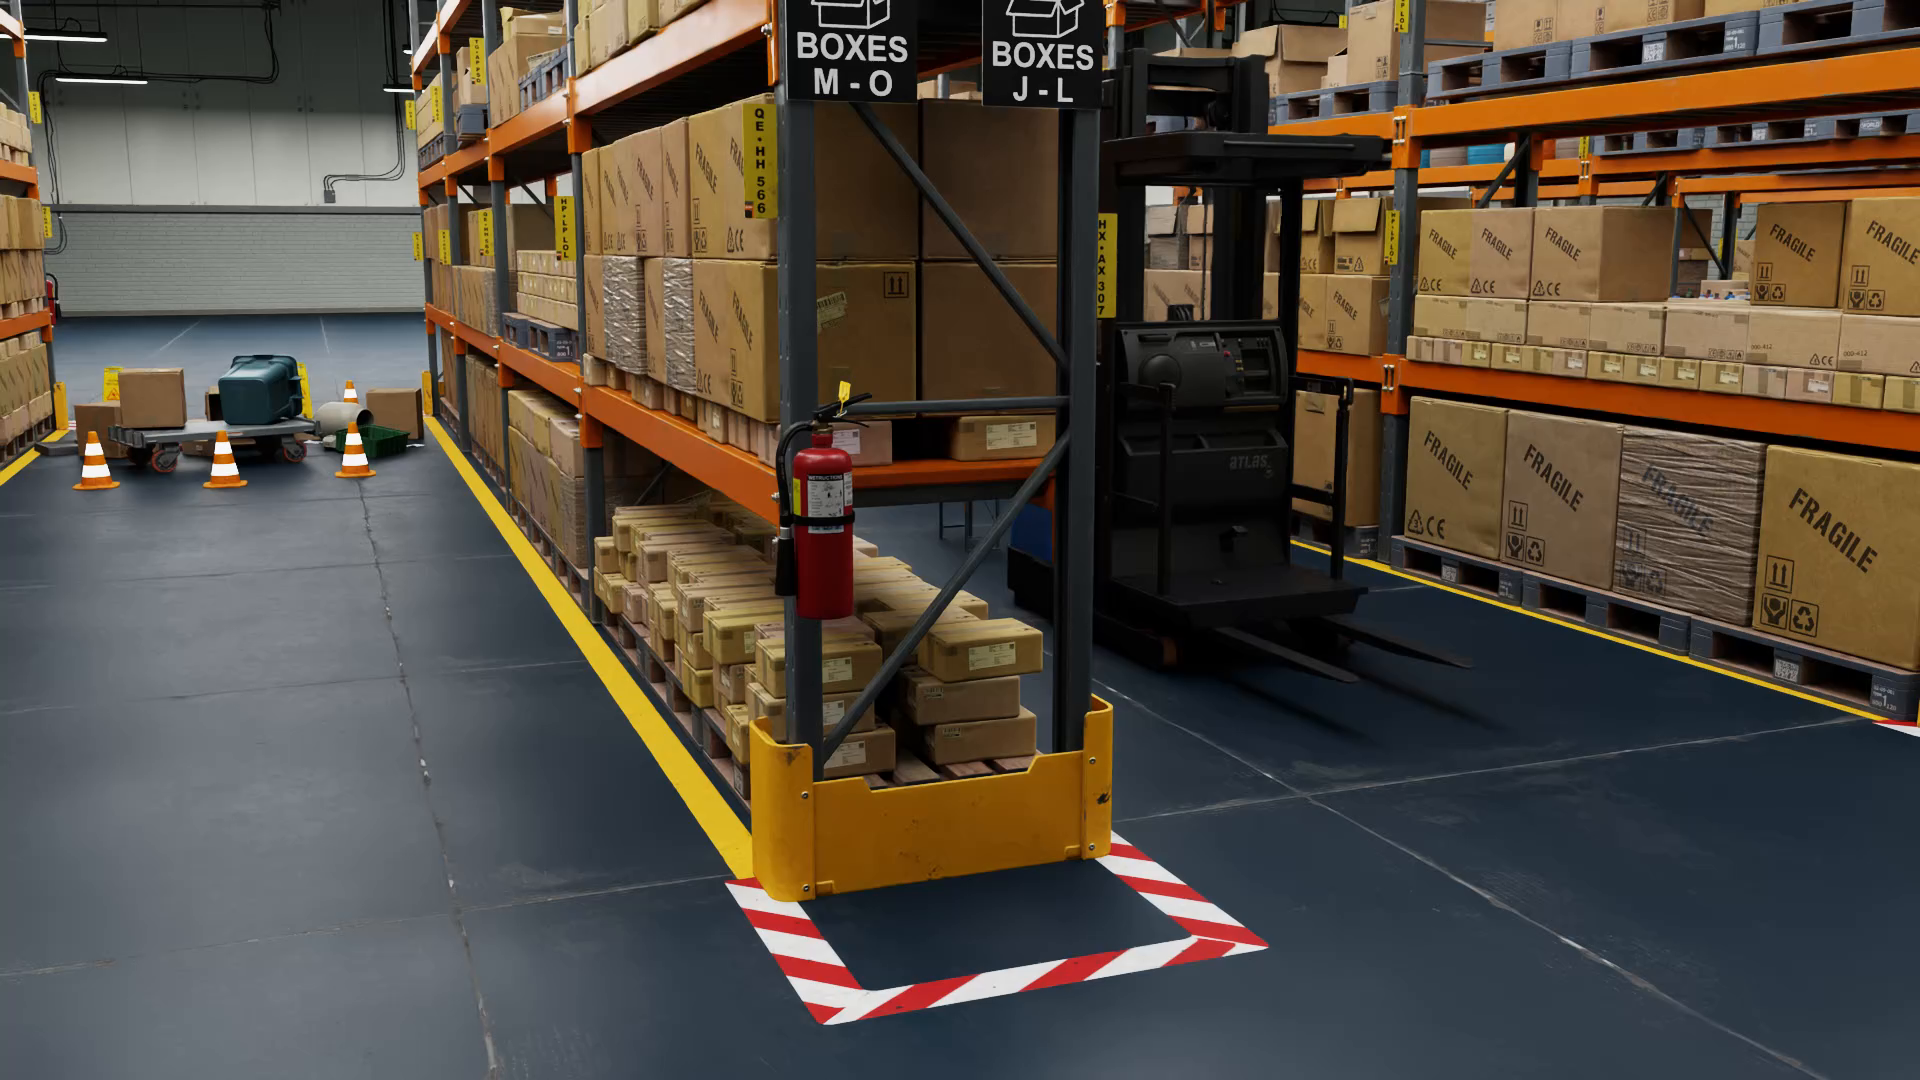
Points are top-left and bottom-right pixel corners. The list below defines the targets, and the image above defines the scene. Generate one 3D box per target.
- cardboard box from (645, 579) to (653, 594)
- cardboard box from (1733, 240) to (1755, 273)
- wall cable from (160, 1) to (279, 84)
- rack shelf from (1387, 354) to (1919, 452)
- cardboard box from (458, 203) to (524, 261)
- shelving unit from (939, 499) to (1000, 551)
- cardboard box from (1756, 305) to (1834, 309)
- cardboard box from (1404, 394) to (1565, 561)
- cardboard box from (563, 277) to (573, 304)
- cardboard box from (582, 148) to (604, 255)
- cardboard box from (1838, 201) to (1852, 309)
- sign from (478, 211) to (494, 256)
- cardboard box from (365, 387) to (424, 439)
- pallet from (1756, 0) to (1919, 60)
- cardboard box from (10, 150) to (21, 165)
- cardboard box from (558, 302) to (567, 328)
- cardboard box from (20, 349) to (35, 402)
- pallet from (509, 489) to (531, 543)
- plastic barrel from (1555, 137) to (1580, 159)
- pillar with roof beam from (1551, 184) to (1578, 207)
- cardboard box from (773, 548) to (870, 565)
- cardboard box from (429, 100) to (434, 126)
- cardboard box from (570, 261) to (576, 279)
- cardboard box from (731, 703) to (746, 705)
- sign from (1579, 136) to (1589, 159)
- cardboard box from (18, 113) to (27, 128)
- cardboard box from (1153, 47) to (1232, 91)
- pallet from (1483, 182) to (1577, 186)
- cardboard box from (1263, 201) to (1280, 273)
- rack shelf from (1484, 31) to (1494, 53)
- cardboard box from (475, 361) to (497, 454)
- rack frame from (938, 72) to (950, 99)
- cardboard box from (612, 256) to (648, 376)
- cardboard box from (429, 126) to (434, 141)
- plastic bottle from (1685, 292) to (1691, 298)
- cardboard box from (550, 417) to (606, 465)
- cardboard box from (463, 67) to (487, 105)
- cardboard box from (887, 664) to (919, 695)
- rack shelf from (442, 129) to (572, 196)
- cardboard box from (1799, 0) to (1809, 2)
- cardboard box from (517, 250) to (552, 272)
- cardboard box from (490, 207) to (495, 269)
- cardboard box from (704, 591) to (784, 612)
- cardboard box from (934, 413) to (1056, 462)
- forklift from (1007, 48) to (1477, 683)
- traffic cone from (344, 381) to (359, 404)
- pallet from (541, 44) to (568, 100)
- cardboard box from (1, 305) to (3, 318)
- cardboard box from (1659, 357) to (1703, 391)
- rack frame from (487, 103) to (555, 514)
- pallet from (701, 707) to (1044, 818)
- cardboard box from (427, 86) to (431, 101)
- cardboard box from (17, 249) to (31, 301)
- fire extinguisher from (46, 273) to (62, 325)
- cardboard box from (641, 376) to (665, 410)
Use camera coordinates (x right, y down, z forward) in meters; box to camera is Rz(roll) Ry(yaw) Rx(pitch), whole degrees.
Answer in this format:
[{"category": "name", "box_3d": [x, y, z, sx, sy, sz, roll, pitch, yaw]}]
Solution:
[{"category": "cardboard box", "box_3d": [-1.280, 0.187, 7.898, 0.380, 0.149, 0.250, -4, 11, -24]}, {"category": "cardboard box", "box_3d": [12.548, -4.469, 26.208, 0.500, 0.500, 0.500, -4, 11, -21]}, {"category": "wall cable", "box_3d": [-20.944, -14.182, 46.914, 3.097, 2.526, 0.112, -4, 11, -21]}, {"category": "rack shelf", "box_3d": [3.879, -0.678, 8.722, 1.077, 0.370, 4.000, -4, 11, -21]}, {"category": "cardboard box", "box_3d": [-4.506, -3.034, 16.401, 0.875, 0.550, 0.550, -4, 11, -21]}, {"category": "shelving unit", "box_3d": [0.060, -0.564, 11.163, 0.258, 1.200, 0.503, -4, 11, -21]}, {"category": "cardboard box", "box_3d": [4.308, -1.041, 8.284, 0.500, 0.250, 0.500, -4, 11, -23]}, {"category": "cardboard box", "box_3d": [3.318, -0.407, 10.009, 0.875, 0.875, 0.875, -4, 11, -21]}, {"category": "cardboard box", "box_3d": [-2.121, -1.470, 9.790, 0.380, 0.149, 0.250, -4, 11, -23]}, {"category": "cardboard box", "box_3d": [-1.569, -1.659, 8.194, 0.500, 0.500, 0.500, -4, 11, -20]}, {"category": "cardboard box", "box_3d": [4.500, -1.325, 7.741, 0.500, 0.500, 0.500, -4, 11, -22]}, {"category": "sign", "box_3d": [-3.471, -2.248, 12.185, 0.100, 0.325, 0.005, -4, 11, -21]}, {"category": "cardboard box", "box_3d": [-5.924, -1.325, 17.435, 0.500, 0.500, 0.500, -2, 10, -11]}, {"category": "pallet", "box_3d": [4.325, -2.260, 7.246, 1.003, 0.211, 1.213, -4, 11, -21]}, {"category": "cardboard box", "box_3d": [-9.856, -3.917, 17.029, 0.380, 0.149, 0.250, -4, 11, -19]}, {"category": "cardboard box", "box_3d": [-2.214, -1.365, 10.047, 0.380, 0.149, 0.250, -4, 11, -23]}, {"category": "cardboard box", "box_3d": [-9.529, -1.629, 16.523, 0.500, 0.500, 0.500, -4, 11, -22]}, {"category": "pallet", "box_3d": [-2.673, -0.213, 12.014, 1.003, 0.211, 1.213, -4, 11, -21]}, {"category": "plastic barrel", "box_3d": [6.225, -4.198, 16.456, 0.600, 0.901, 0.600, 0, 10, 0]}, {"category": "pillar with roof beam", "box_3d": [7.529, -7.861, 29.918, 9.100, 9.000, 0.548, -4, 11, -21]}, {"category": "cardboard box", "box_3d": [-0.605, 0.141, 7.307, 0.380, 0.149, 0.250, -4, 11, -21]}, {"category": "cardboard box", "box_3d": [-5.185, -4.400, 17.121, 0.500, 0.250, 0.500, -4, 11, -21]}, {"category": "cardboard box", "box_3d": [-2.023, -1.576, 9.533, 0.380, 0.149, 0.250, -4, 11, -23]}, {"category": "cardboard box", "box_3d": [-0.644, 0.632, 6.241, 0.380, 0.149, 0.250, -4, 11, -21]}, {"category": "sign", "box_3d": [5.811, -3.715, 15.475, 0.100, 0.325, 0.005, -4, 11, -21]}, {"category": "cardboard box", "box_3d": [-10.033, -4.398, 17.454, 0.380, 0.149, 0.250, -4, 11, -20]}, {"category": "cardboard box", "box_3d": [1.993, -3.651, 13.322, 0.797, 0.503, 0.637, -3, 11, -18]}, {"category": "pallet", "box_3d": [8.272, -5.262, 24.124, 1.003, 0.211, 1.213, -4, 11, -21]}, {"category": "cardboard box", "box_3d": [2.437, -2.219, 12.179, 0.797, 0.503, 0.637, -4, 11, -19]}, {"category": "rack shelf", "box_3d": [5.596, -5.055, 17.340, 1.077, 0.370, 4.000, -4, 11, -21]}, {"category": "cardboard box", "box_3d": [-3.750, -1.212, 14.894, 1.050, 0.750, 0.750, -4, 11, -21]}, {"category": "rack frame", "box_3d": [0.255, -5.618, 17.310, 1.000, 3.000, 0.127, -4, 11, -21]}, {"category": "cardboard box", "box_3d": [-1.226, -0.995, 7.312, 0.500, 0.500, 0.500, -4, 11, -22]}, {"category": "cardboard box", "box_3d": [-5.298, -4.222, 17.261, 0.380, 0.149, 0.250, -4, 11, -21]}, {"category": "plastic bottle", "box_3d": [6.434, -2.040, 14.654, 0.061, 0.283, 0.133, -4, 11, -21]}, {"category": "cardboard box", "box_3d": [-2.185, -0.596, 10.003, 0.500, 0.250, 0.500, -3, 11, -18]}, {"category": "cardboard box", "box_3d": [-3.614, -3.554, 13.039, 0.500, 0.311, 0.500, -4, 11, -21]}, {"category": "cardboard box", "box_3d": [-0.053, 0.493, 6.177, 0.380, 0.149, 0.250, -4, 11, -21]}, {"category": "rack shelf", "box_3d": [-3.680, -3.163, 14.123, 1.077, 0.370, 4.000, -4, 11, -21]}, {"category": "cardboard box", "box_3d": [4.273, -2.669, 7.524, 0.700, 0.500, 0.500, -4, 11, -23]}, {"category": "cardboard box", "box_3d": [-2.967, -2.001, 11.924, 0.380, 0.149, 0.250, -4, 11, -21]}, {"category": "cardboard box", "box_3d": [-3.481, -2.495, 13.741, 0.700, 0.500, 0.500, -4, 11, -22]}, {"category": "cardboard box", "box_3d": [-0.769, 0.301, 6.407, 0.380, 0.149, 0.250, -4, 11, -23]}, {"category": "cardboard box", "box_3d": [0.132, -0.358, 5.583, 0.380, 0.149, 0.250, -4, 11, -21]}, {"category": "forklift", "box_3d": [1.315, -0.905, 8.137, 1.130, 2.935, 3.031, -4, 11, -23]}, {"category": "traffic cone", "box_3d": [-6.985, -1.593, 19.057, 0.336, 0.463, 0.334, -4, 11, -21]}, {"category": "pallet", "box_3d": [-1.630, -2.552, 9.176, 1.213, 0.211, 1.003, -4, 11, -21]}, {"category": "cardboard box", "box_3d": [-9.244, -2.147, 15.644, 0.380, 0.149, 0.250, -4, 11, -21]}, {"category": "cardboard box", "box_3d": [3.701, -0.828, 8.229, 0.380, 0.149, 0.250, -4, 11, -21]}, {"category": "rack frame", "box_3d": [-2.955, -1.713, 12.488, 1.000, 3.000, 0.127, -4, 11, -21]}, {"category": "pallet", "box_3d": [-0.345, 0.818, 6.219, 1.003, 0.211, 1.213, -4, 11, -21]}, {"category": "cardboard box", "box_3d": [-5.291, -4.614, 17.182, 0.380, 0.149, 0.250, -4, 11, -22]}, {"category": "cardboard box", "box_3d": [-9.622, -2.649, 16.614, 0.500, 0.500, 0.500, -4, 11, -21]}, {"category": "fire extinguisher", "box_3d": [-10.043, -2.698, 18.246, 0.296, 0.674, 0.183, -4, 11, -21]}, {"category": "cardboard box", "box_3d": [-1.185, -0.658, 7.271, 0.380, 0.149, 0.250, -3, 11, -18]}]
